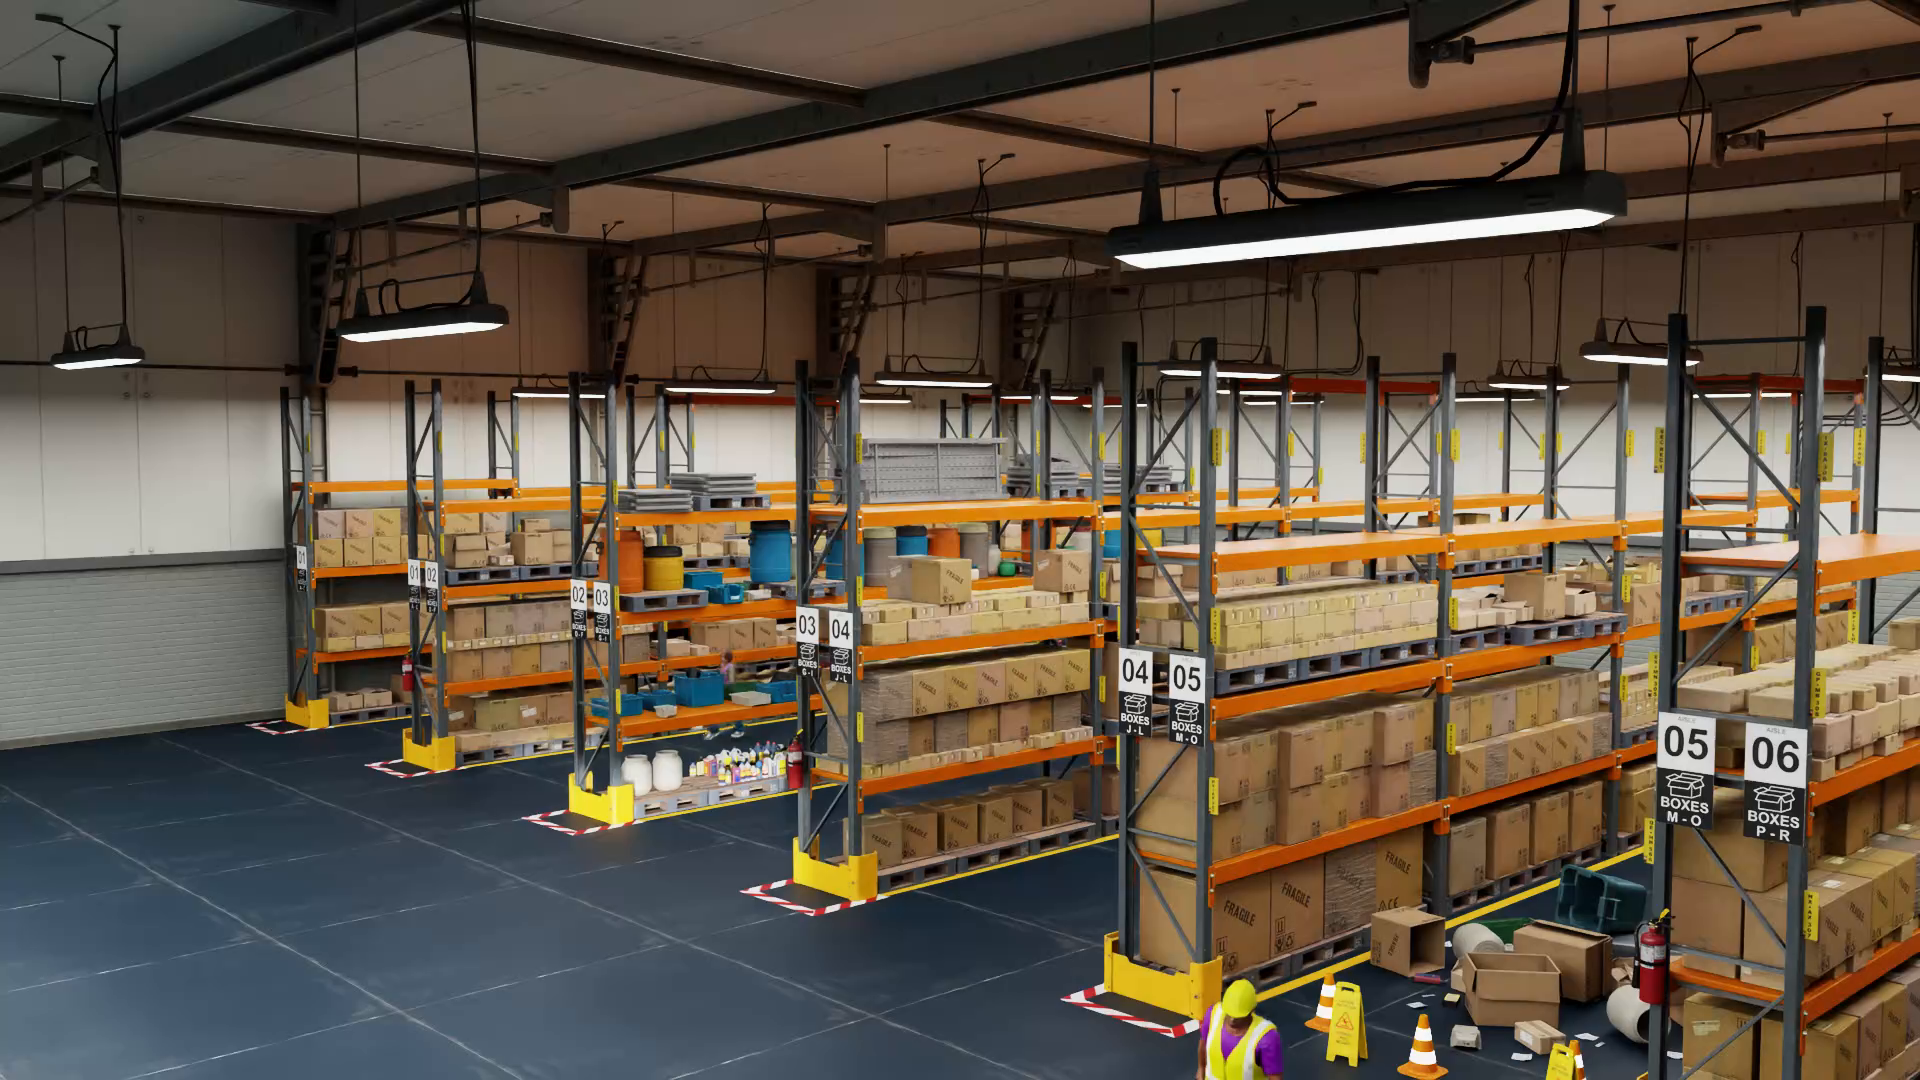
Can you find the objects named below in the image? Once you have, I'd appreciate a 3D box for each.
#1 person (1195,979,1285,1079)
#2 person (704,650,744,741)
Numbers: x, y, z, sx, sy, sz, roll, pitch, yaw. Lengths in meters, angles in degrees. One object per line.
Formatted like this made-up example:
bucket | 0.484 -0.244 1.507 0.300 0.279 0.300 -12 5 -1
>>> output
person | 1.794 3.617 10.805 0.798 1.682 0.681 3 5 36
person | -3.896 2.596 27.785 0.737 1.540 0.614 -3 5 -40
